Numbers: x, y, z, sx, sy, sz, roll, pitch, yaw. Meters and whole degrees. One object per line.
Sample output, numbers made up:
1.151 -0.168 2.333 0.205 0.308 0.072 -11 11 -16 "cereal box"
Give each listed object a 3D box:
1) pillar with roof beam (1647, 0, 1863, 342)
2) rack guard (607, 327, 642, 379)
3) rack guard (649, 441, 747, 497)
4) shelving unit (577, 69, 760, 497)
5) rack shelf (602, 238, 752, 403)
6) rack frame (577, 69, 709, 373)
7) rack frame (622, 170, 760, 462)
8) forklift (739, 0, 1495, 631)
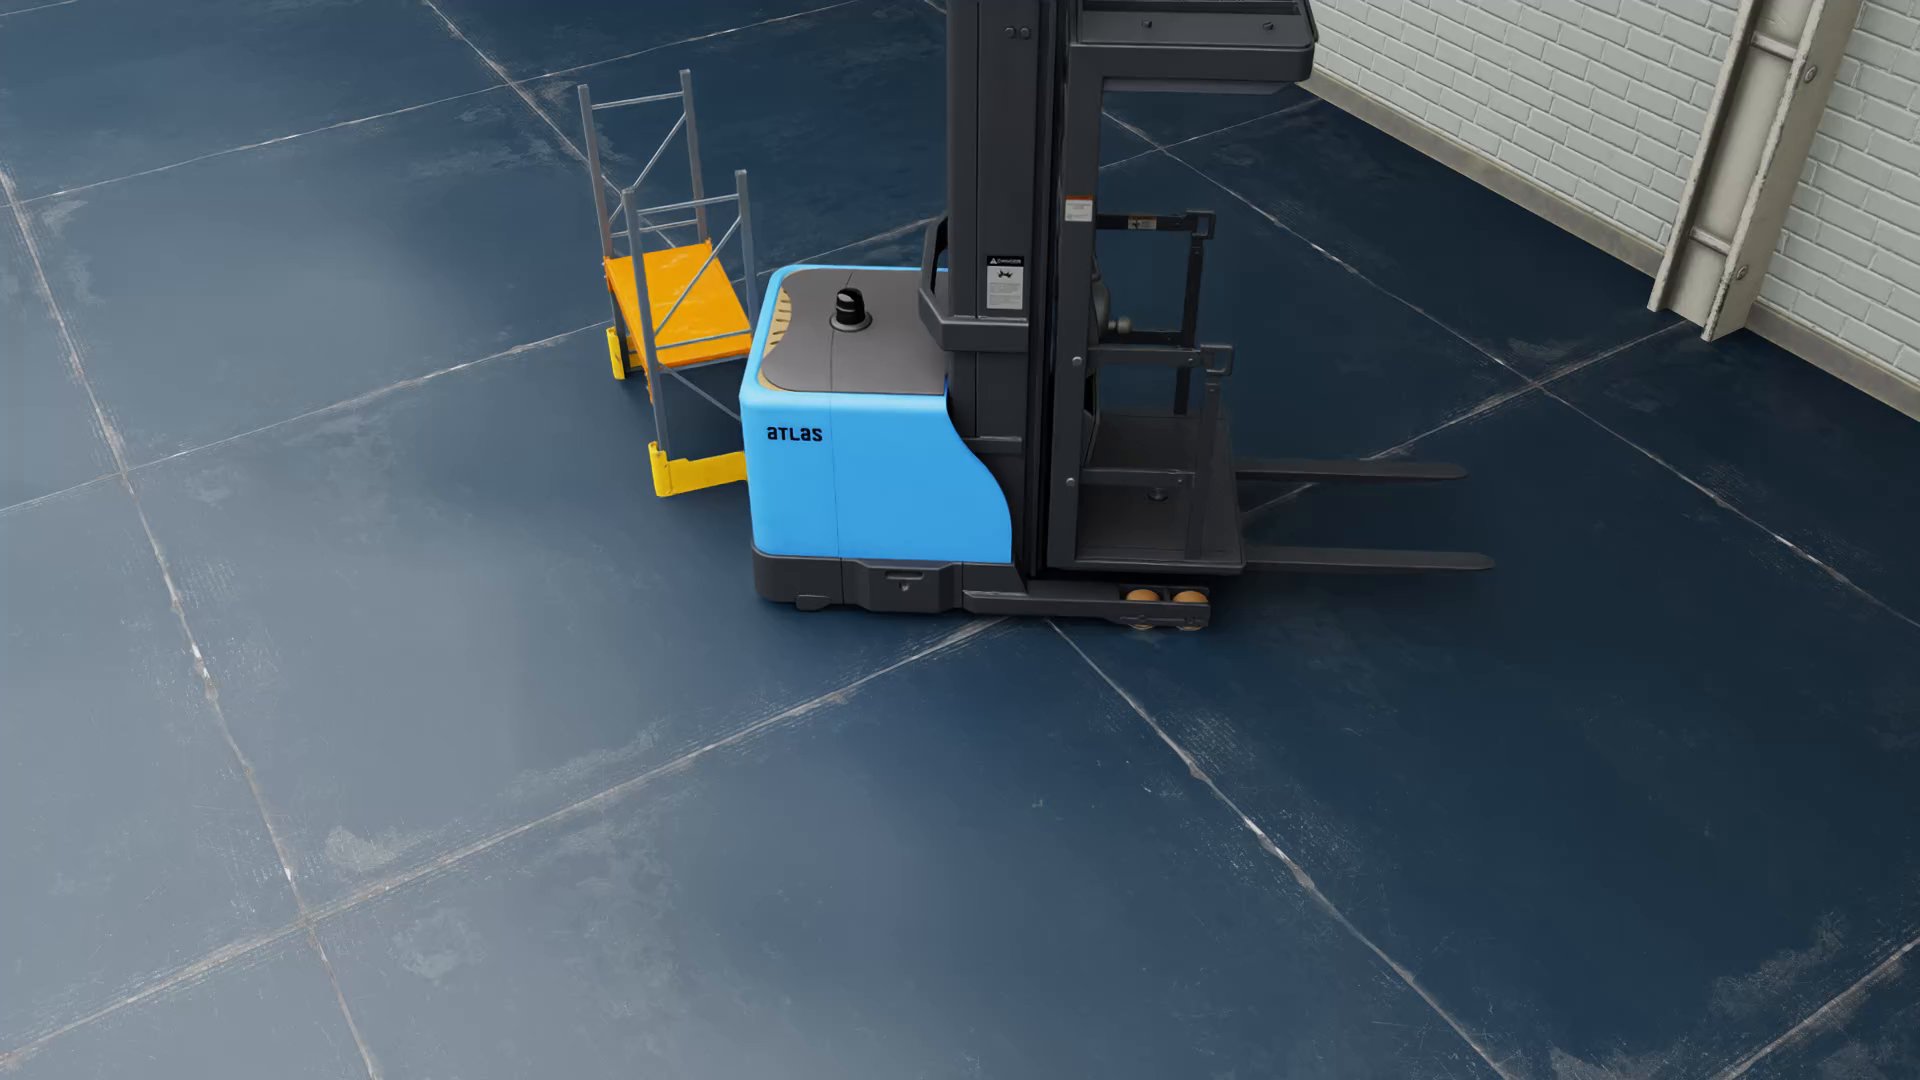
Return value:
0.203 -3.141 3.990 9.100 9.000 0.400 -22 45 -24 "pillar with roof beam"
-1.434 -0.972 8.222 0.587 0.250 0.087 -13 42 -15 "rack guard"
-1.095 -0.373 7.502 0.587 0.250 0.087 -13 42 -15 "rack guard"
-1.264 -1.153 7.462 0.587 1.500 1.083 -13 42 -15 "shelving unit"
-1.267 -1.020 7.583 0.538 0.185 1.000 -13 42 -15 "rack shelf"
-1.440 -1.464 7.836 0.500 1.500 0.032 -13 42 -15 "rack frame"
-1.095 -0.852 7.101 0.500 1.500 0.032 -13 42 -15 "rack frame"
0.683 -1.106 6.288 3.031 2.935 1.130 2 40 2 "forklift"
